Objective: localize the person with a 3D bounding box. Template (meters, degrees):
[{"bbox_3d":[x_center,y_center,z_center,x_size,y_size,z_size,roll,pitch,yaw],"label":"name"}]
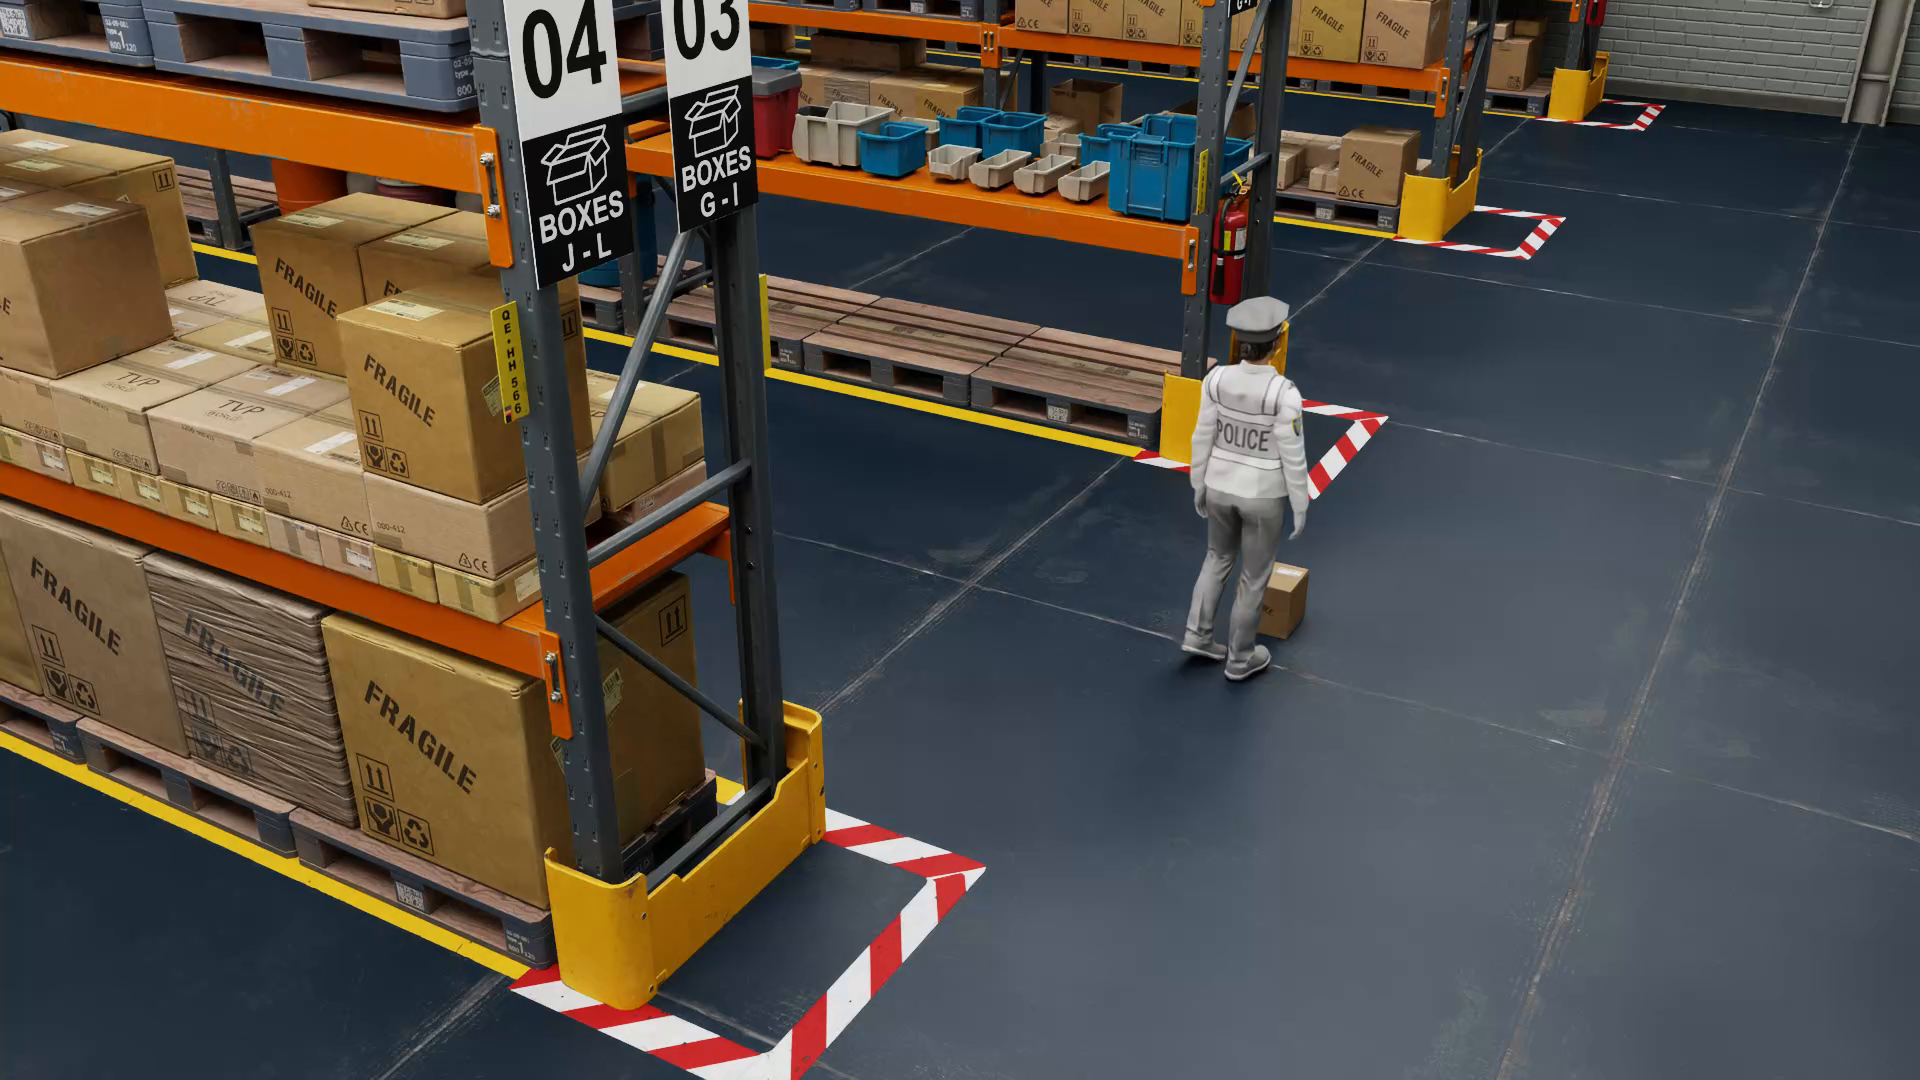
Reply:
[{"bbox_3d":[1.215,-0.165,6.958,0.516,1.711,0.334,19,32,33],"label":"person"}]
